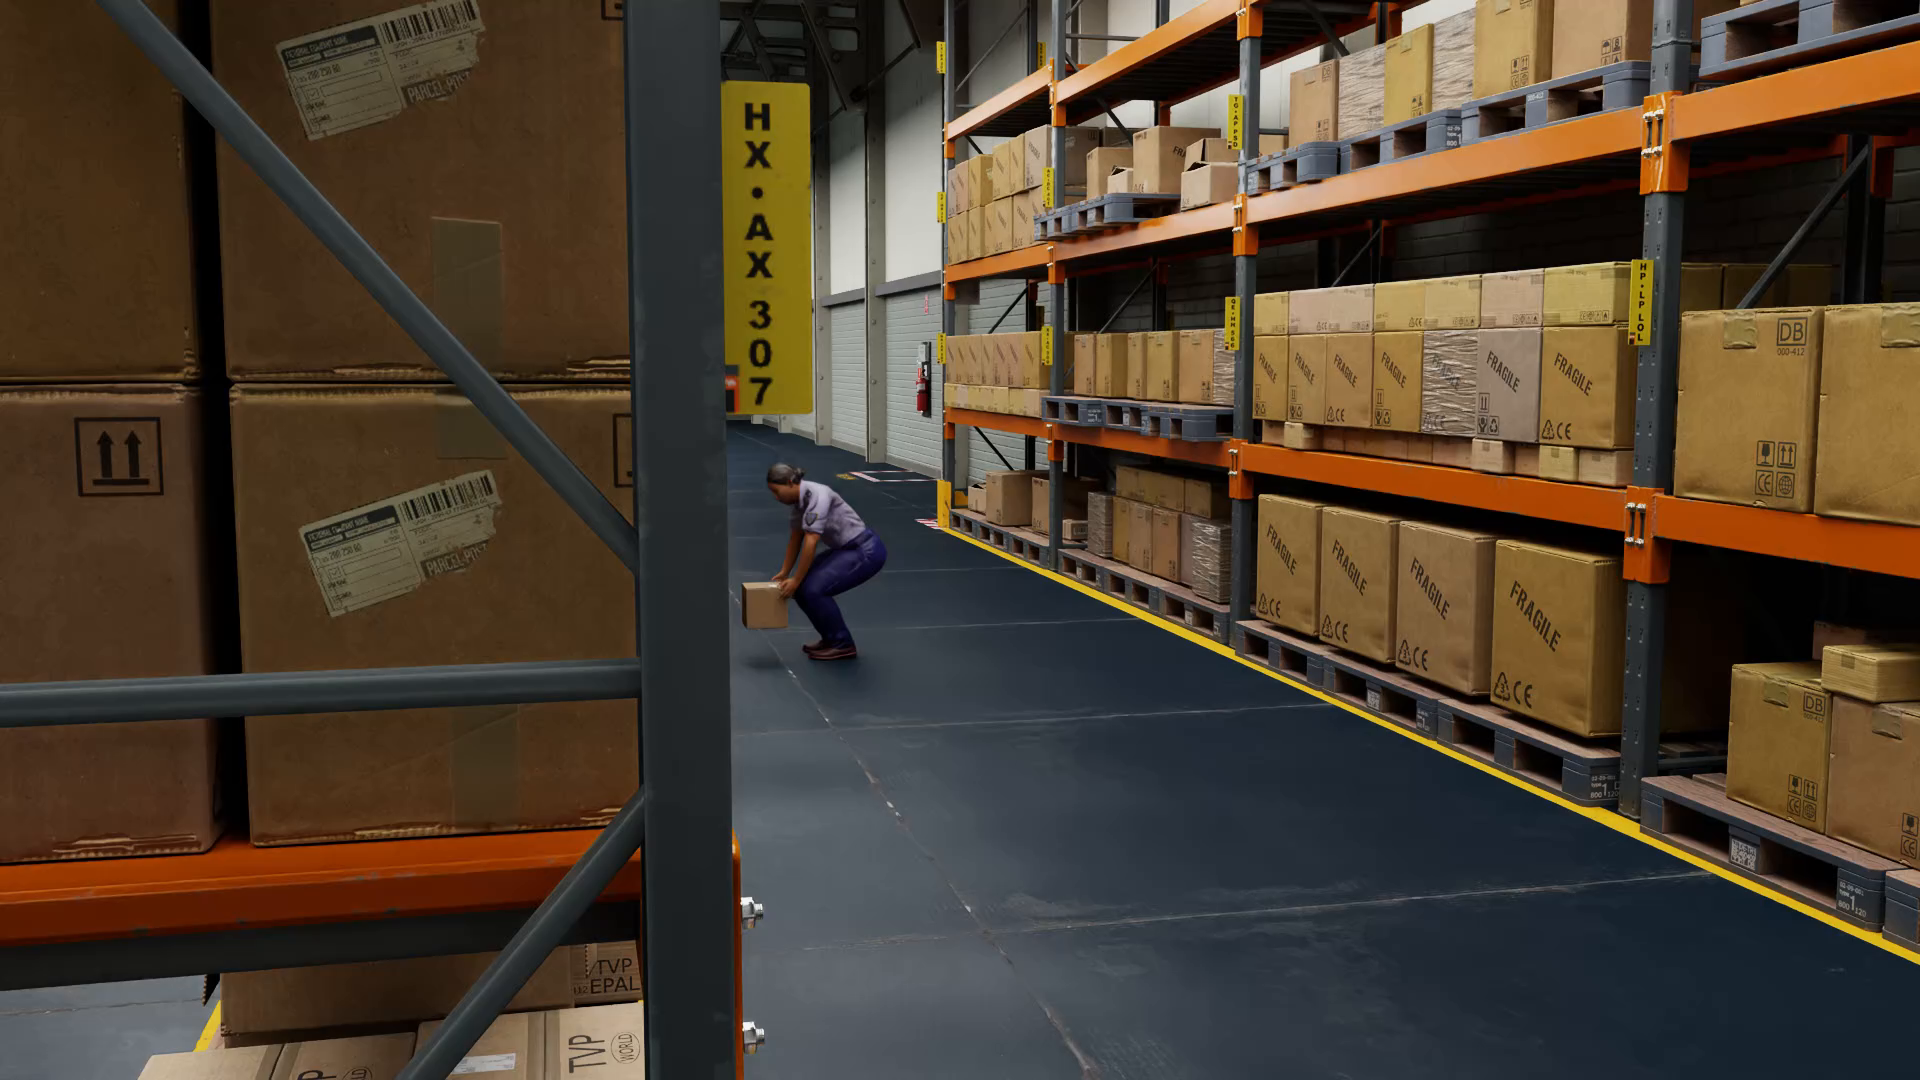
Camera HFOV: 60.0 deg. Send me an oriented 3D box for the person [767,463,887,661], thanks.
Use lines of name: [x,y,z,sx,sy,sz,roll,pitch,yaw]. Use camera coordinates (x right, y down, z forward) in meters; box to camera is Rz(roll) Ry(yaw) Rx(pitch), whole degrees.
person: [-0.815,0.123,10.210,0.736,1.202,0.537,-2,6,-14]
